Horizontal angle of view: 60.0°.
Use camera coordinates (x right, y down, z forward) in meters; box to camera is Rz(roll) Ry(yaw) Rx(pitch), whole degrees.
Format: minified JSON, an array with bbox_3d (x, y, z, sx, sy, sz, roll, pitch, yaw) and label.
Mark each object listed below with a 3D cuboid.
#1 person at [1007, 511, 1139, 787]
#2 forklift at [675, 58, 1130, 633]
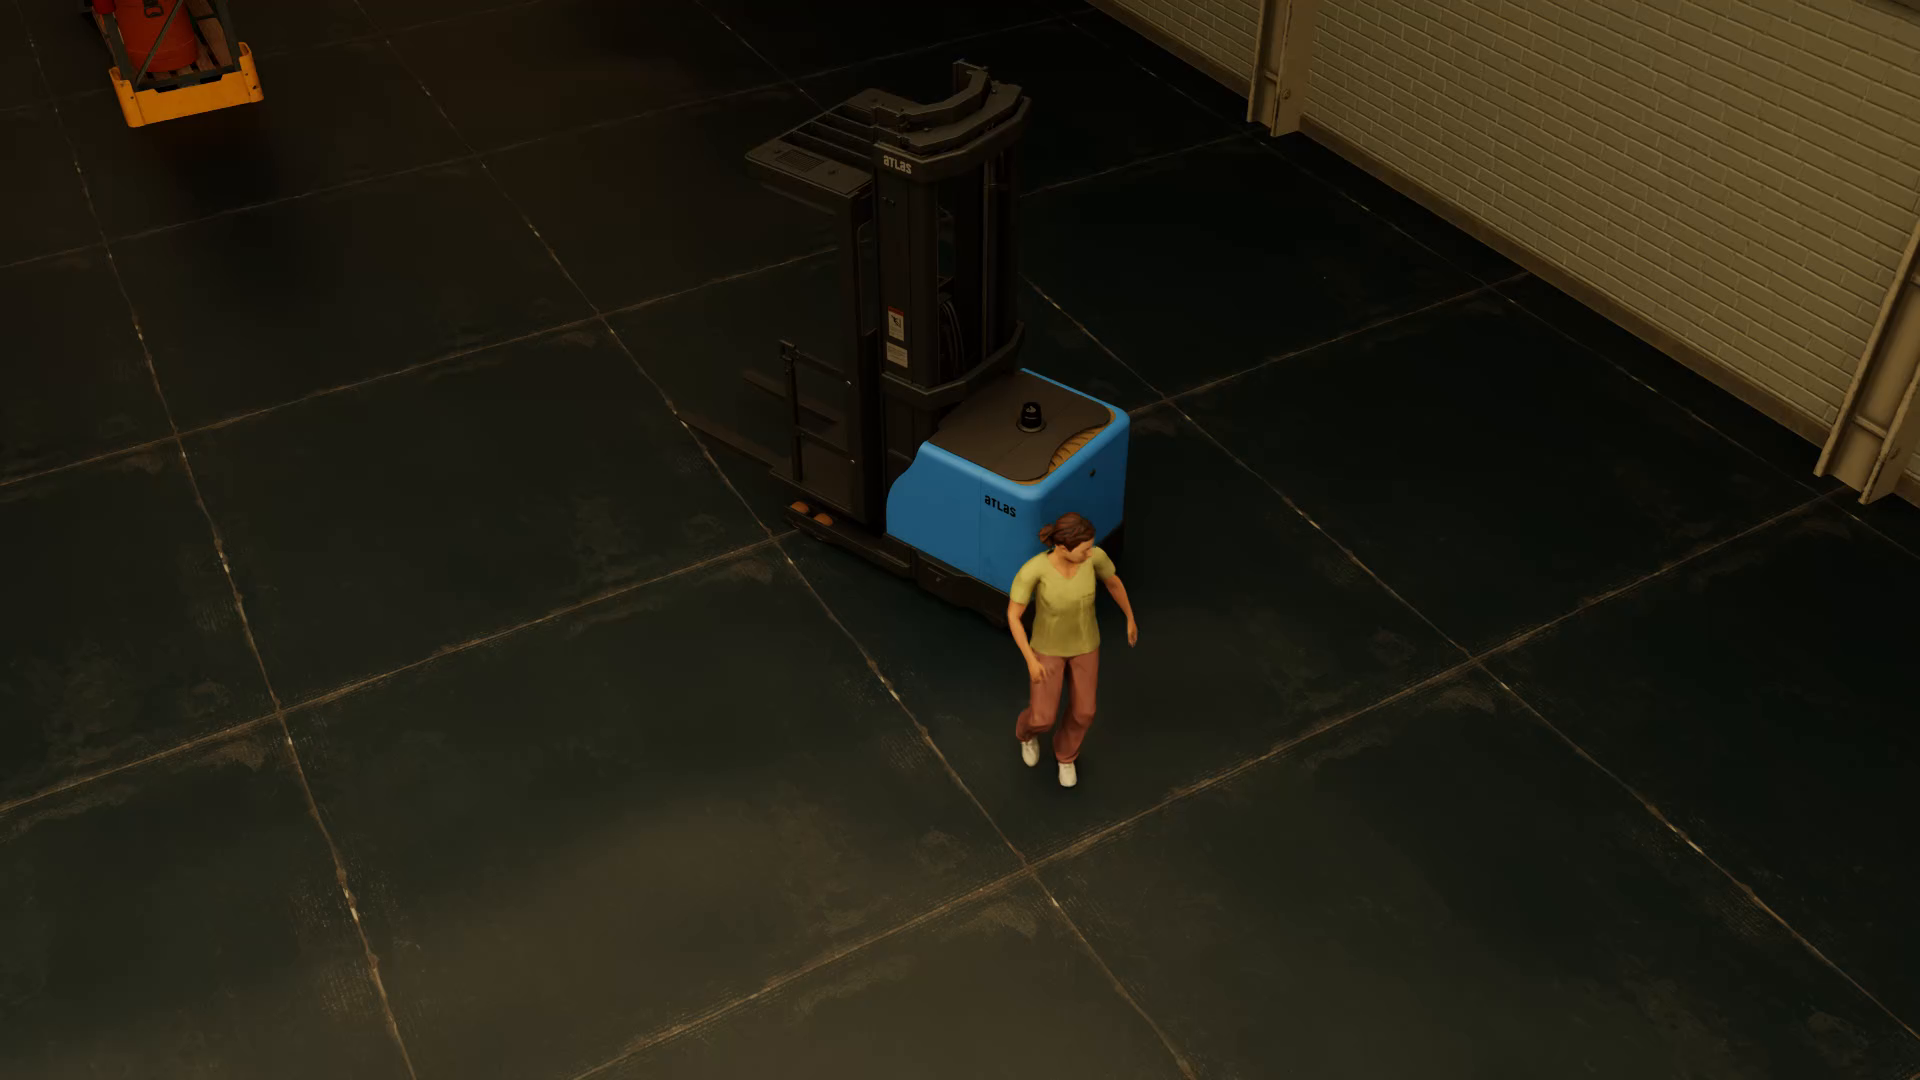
[{"bbox_3d":[0.575,0.545,8.392,0.692,1.644,0.463,-7,40,-8],"label":"person"},{"bbox_3d":[-0.481,-1.366,9.683,3.031,2.935,1.130,26,46,28],"label":"forklift"}]
